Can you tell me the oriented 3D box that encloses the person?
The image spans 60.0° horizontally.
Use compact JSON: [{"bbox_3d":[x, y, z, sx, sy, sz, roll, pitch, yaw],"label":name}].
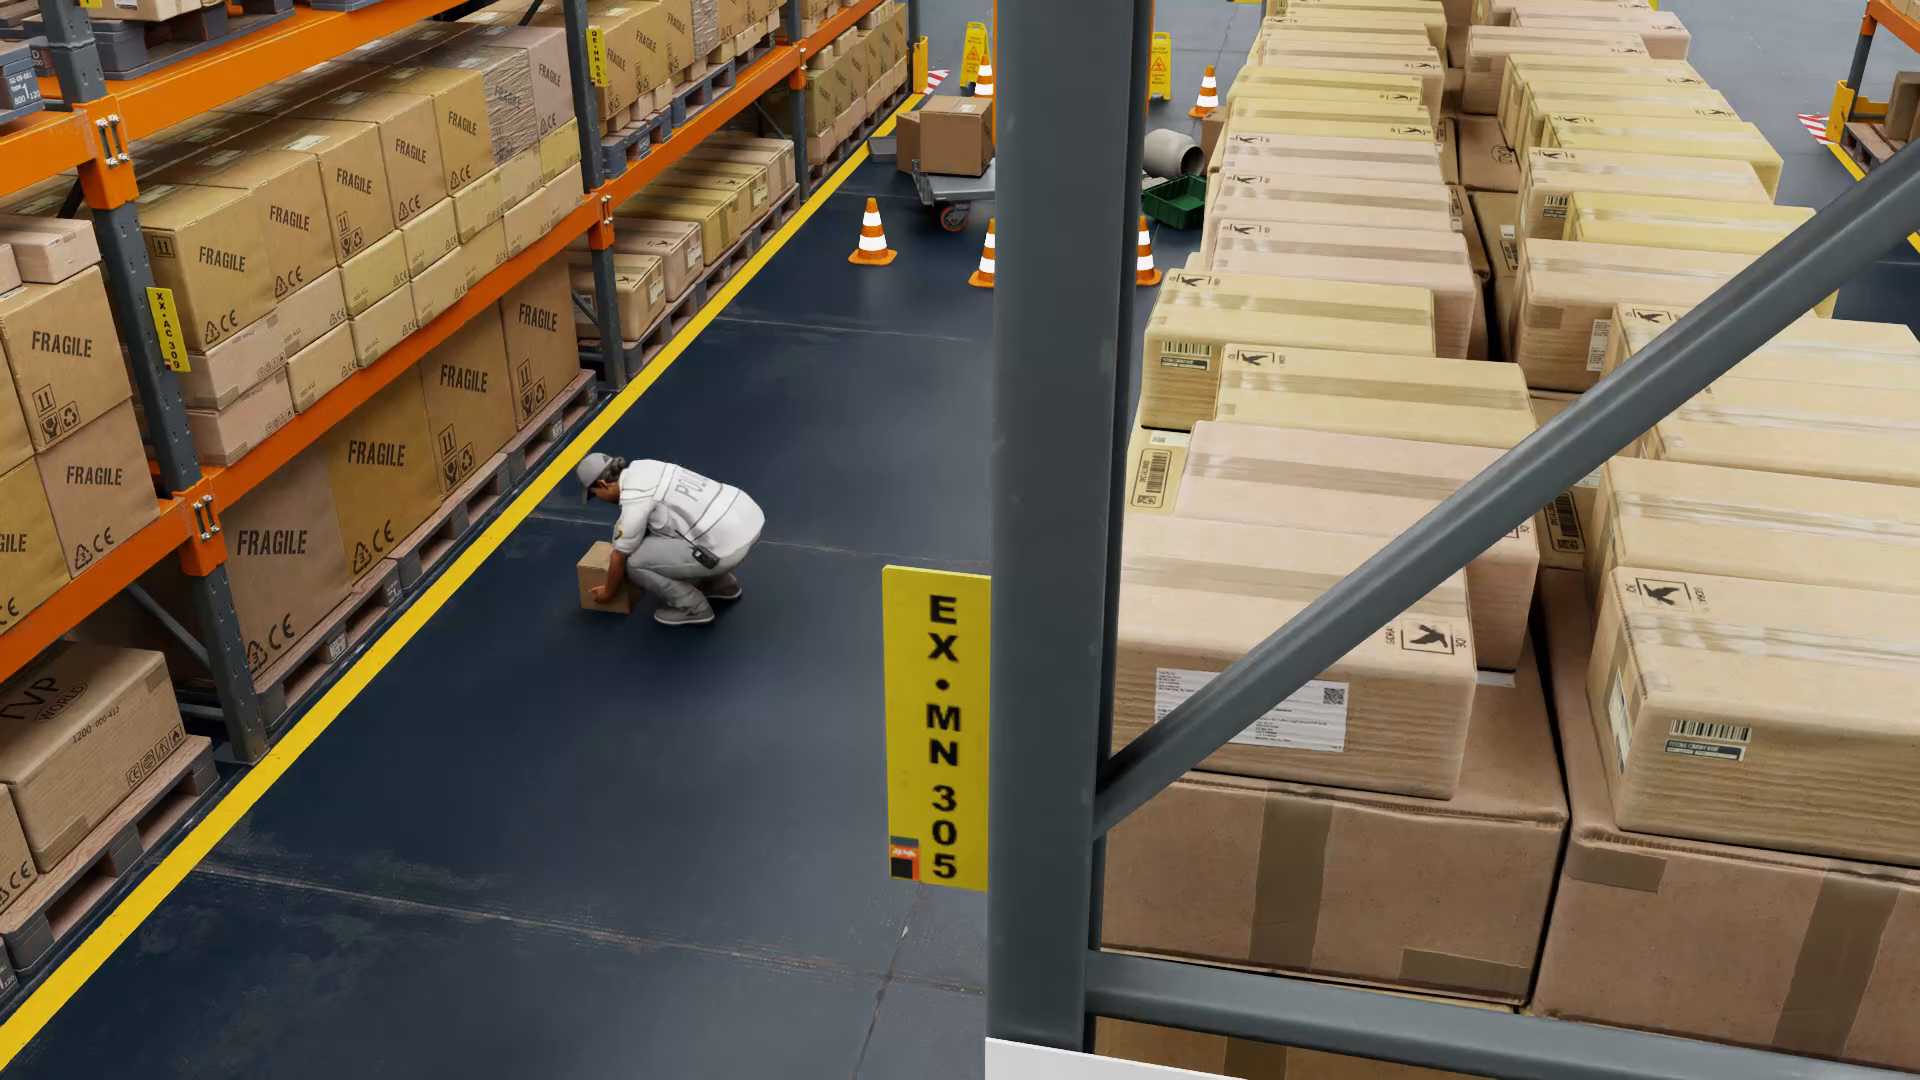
[{"bbox_3d":[-1.389,-0.029,8.041,0.864,0.838,0.521,6,30,11],"label":"person"}]
